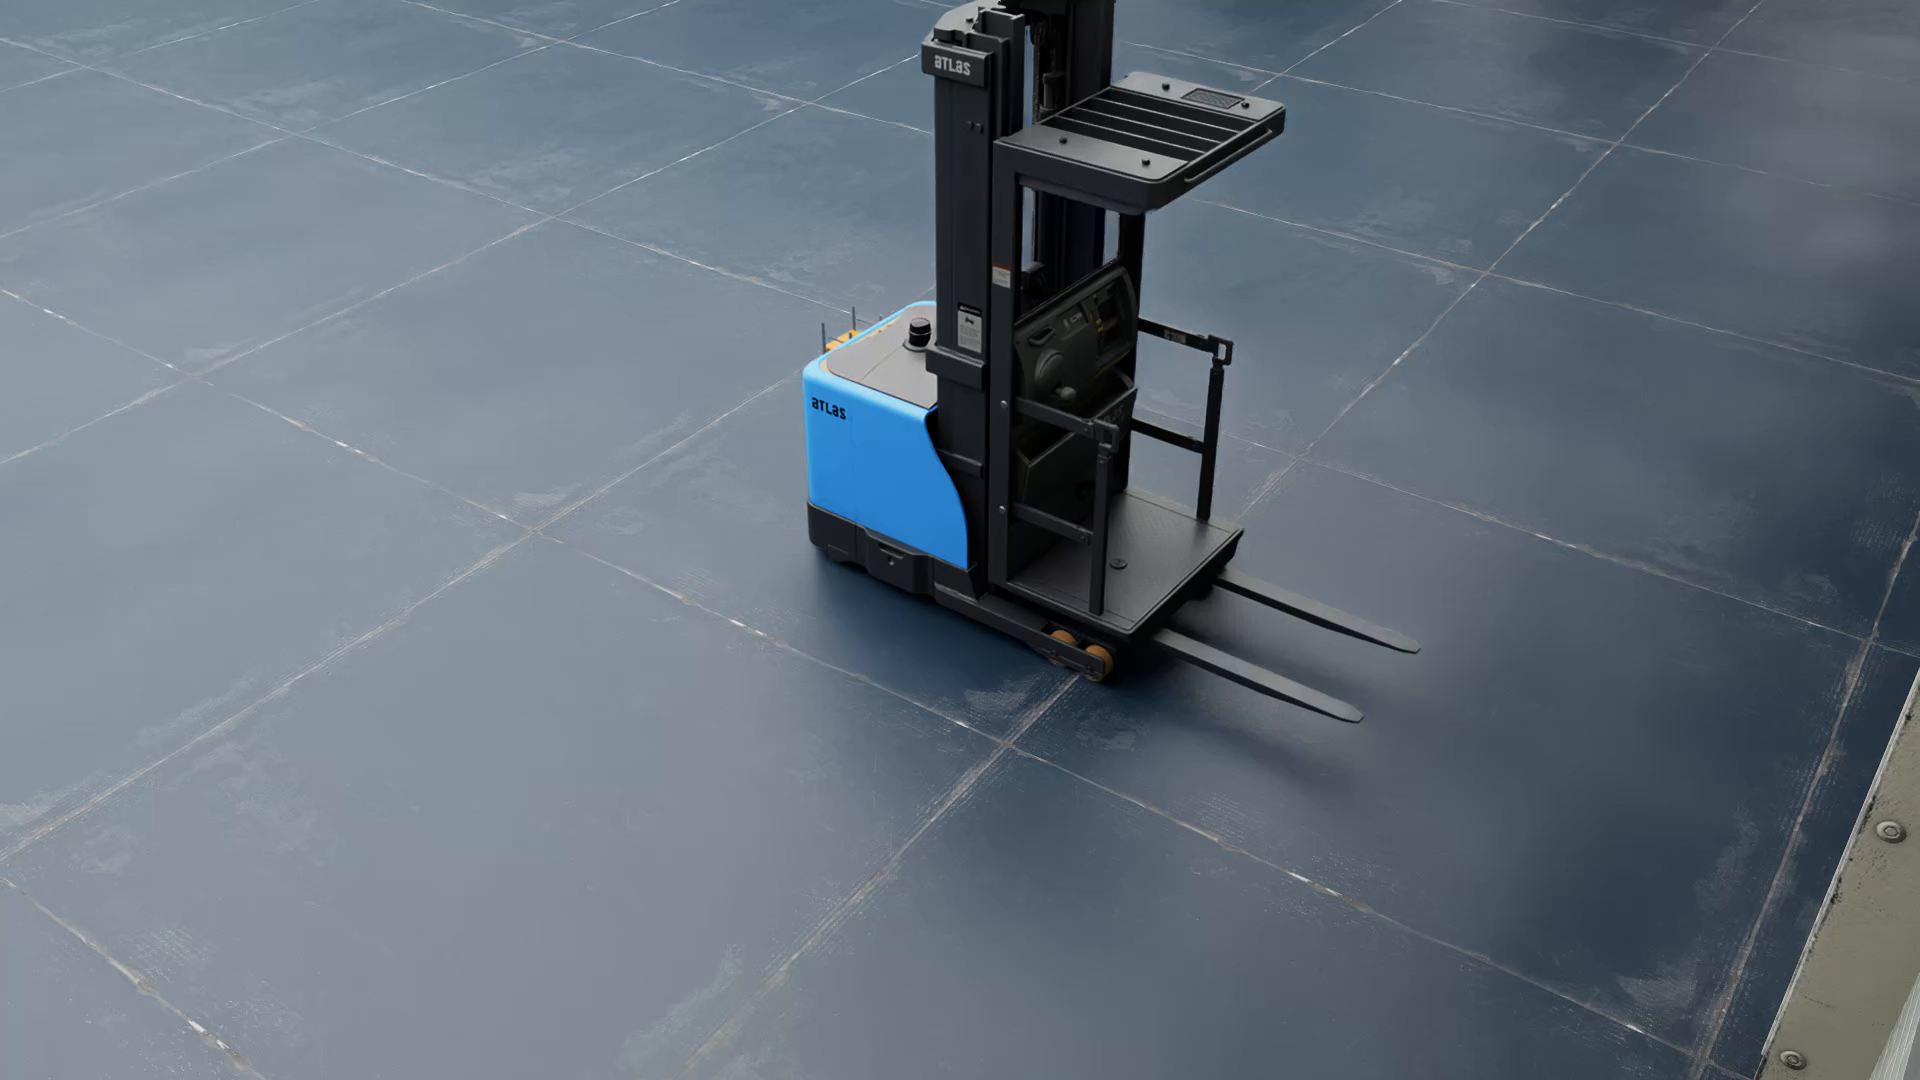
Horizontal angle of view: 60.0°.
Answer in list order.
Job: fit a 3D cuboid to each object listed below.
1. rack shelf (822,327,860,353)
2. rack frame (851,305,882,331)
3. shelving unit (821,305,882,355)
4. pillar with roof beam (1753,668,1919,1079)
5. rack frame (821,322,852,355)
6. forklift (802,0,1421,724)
[{"bbox_3d":[-0.557,-0.930,8.700,0.215,0.259,0.240,22,40,29],"label":"rack shelf"},{"bbox_3d":[-0.485,-0.759,8.935,0.200,1.050,0.008,22,40,29],"label":"rack frame"},{"bbox_3d":[-0.557,-0.704,8.853,0.215,1.050,0.252,22,40,29],"label":"shelving unit"},{"bbox_3d":[-0.599,-3.131,5.346,9.100,9.000,0.400,21,39,28],"label":"pillar with roof beam"},{"bbox_3d":[-0.629,-0.649,8.772,0.200,1.050,0.008,22,40,29],"label":"rack frame"},{"bbox_3d":[0.702,-0.893,7.454,3.031,2.935,1.130,22,40,29],"label":"forklift"}]
